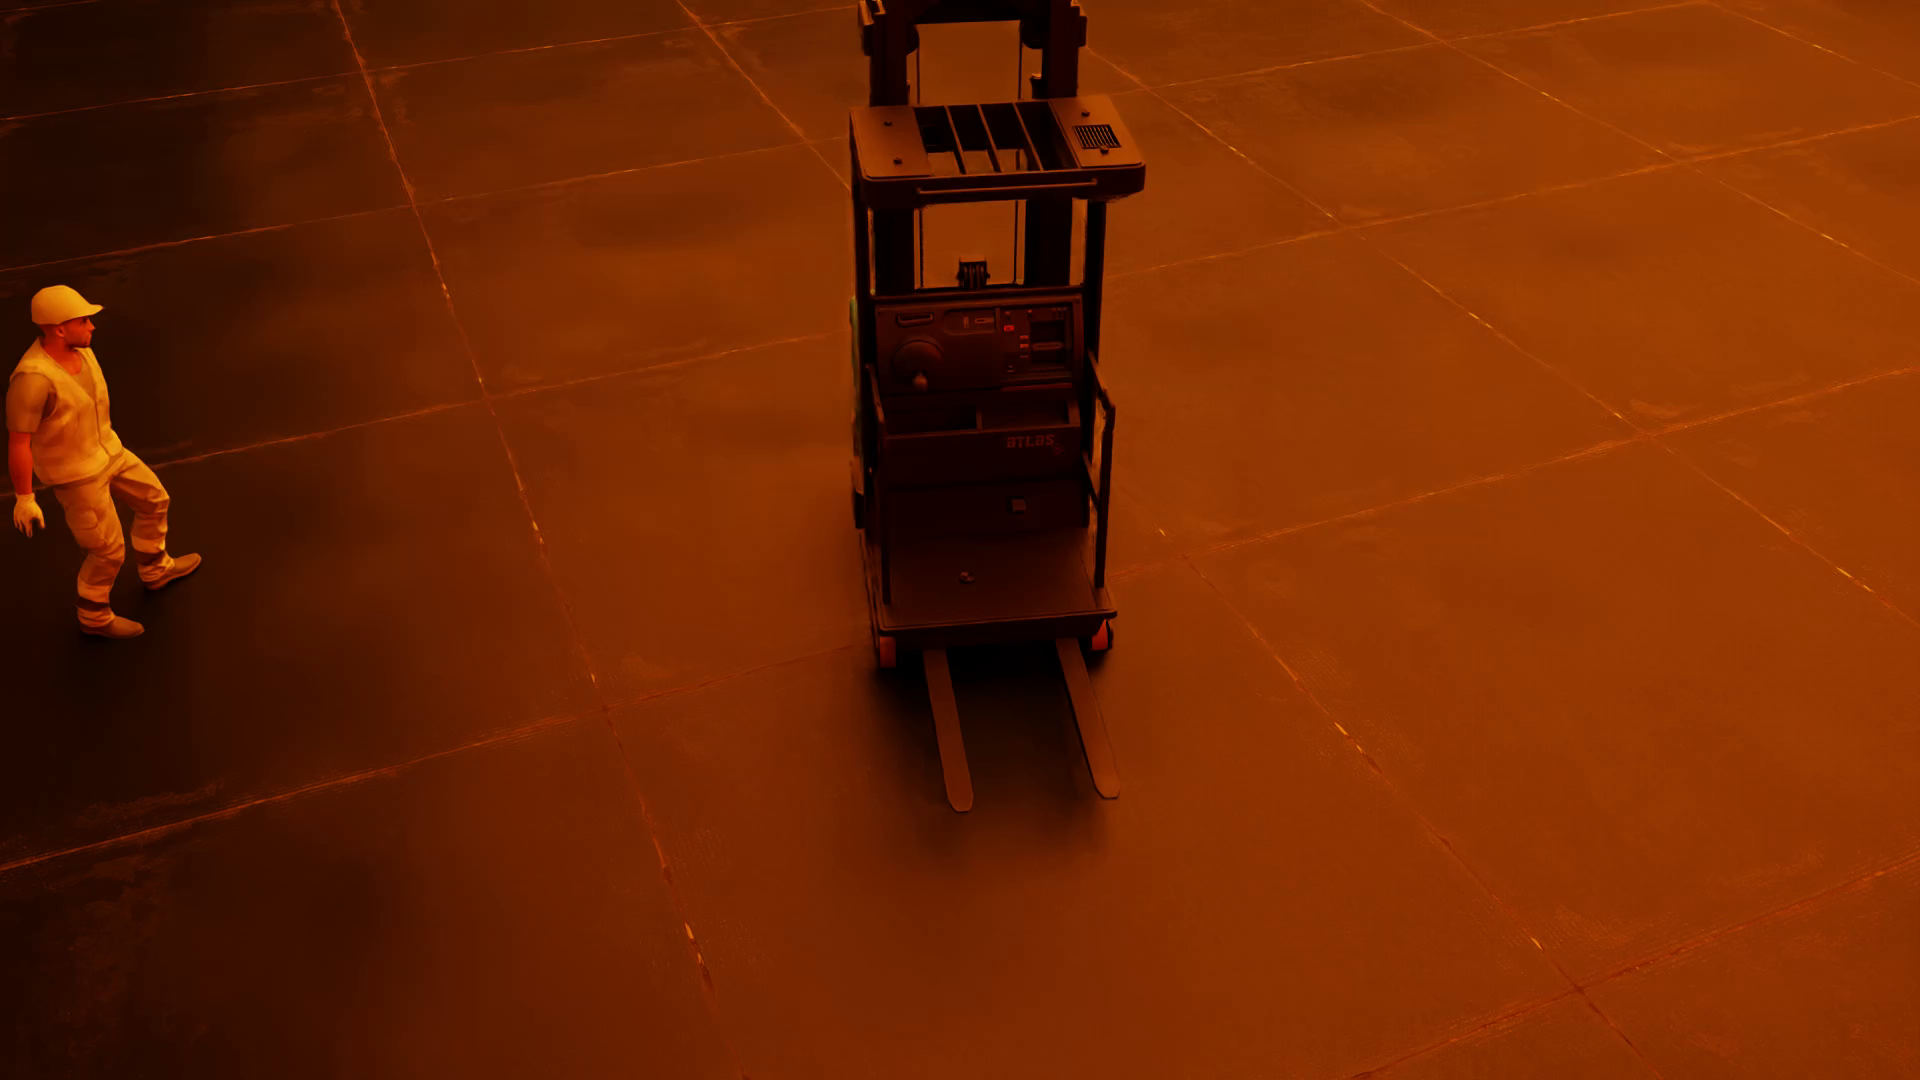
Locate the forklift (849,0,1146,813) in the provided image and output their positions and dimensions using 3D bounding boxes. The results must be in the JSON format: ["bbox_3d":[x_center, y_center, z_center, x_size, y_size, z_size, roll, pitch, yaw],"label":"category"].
[{"bbox_3d":[0.118,-0.810,7.238,1.130,2.935,3.031,-4,36,-6],"label":"forklift"}]

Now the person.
[{"bbox_3d":[-3.988,-0.338,7.620,0.459,1.747,0.883,2,35,3],"label":"person"}]
